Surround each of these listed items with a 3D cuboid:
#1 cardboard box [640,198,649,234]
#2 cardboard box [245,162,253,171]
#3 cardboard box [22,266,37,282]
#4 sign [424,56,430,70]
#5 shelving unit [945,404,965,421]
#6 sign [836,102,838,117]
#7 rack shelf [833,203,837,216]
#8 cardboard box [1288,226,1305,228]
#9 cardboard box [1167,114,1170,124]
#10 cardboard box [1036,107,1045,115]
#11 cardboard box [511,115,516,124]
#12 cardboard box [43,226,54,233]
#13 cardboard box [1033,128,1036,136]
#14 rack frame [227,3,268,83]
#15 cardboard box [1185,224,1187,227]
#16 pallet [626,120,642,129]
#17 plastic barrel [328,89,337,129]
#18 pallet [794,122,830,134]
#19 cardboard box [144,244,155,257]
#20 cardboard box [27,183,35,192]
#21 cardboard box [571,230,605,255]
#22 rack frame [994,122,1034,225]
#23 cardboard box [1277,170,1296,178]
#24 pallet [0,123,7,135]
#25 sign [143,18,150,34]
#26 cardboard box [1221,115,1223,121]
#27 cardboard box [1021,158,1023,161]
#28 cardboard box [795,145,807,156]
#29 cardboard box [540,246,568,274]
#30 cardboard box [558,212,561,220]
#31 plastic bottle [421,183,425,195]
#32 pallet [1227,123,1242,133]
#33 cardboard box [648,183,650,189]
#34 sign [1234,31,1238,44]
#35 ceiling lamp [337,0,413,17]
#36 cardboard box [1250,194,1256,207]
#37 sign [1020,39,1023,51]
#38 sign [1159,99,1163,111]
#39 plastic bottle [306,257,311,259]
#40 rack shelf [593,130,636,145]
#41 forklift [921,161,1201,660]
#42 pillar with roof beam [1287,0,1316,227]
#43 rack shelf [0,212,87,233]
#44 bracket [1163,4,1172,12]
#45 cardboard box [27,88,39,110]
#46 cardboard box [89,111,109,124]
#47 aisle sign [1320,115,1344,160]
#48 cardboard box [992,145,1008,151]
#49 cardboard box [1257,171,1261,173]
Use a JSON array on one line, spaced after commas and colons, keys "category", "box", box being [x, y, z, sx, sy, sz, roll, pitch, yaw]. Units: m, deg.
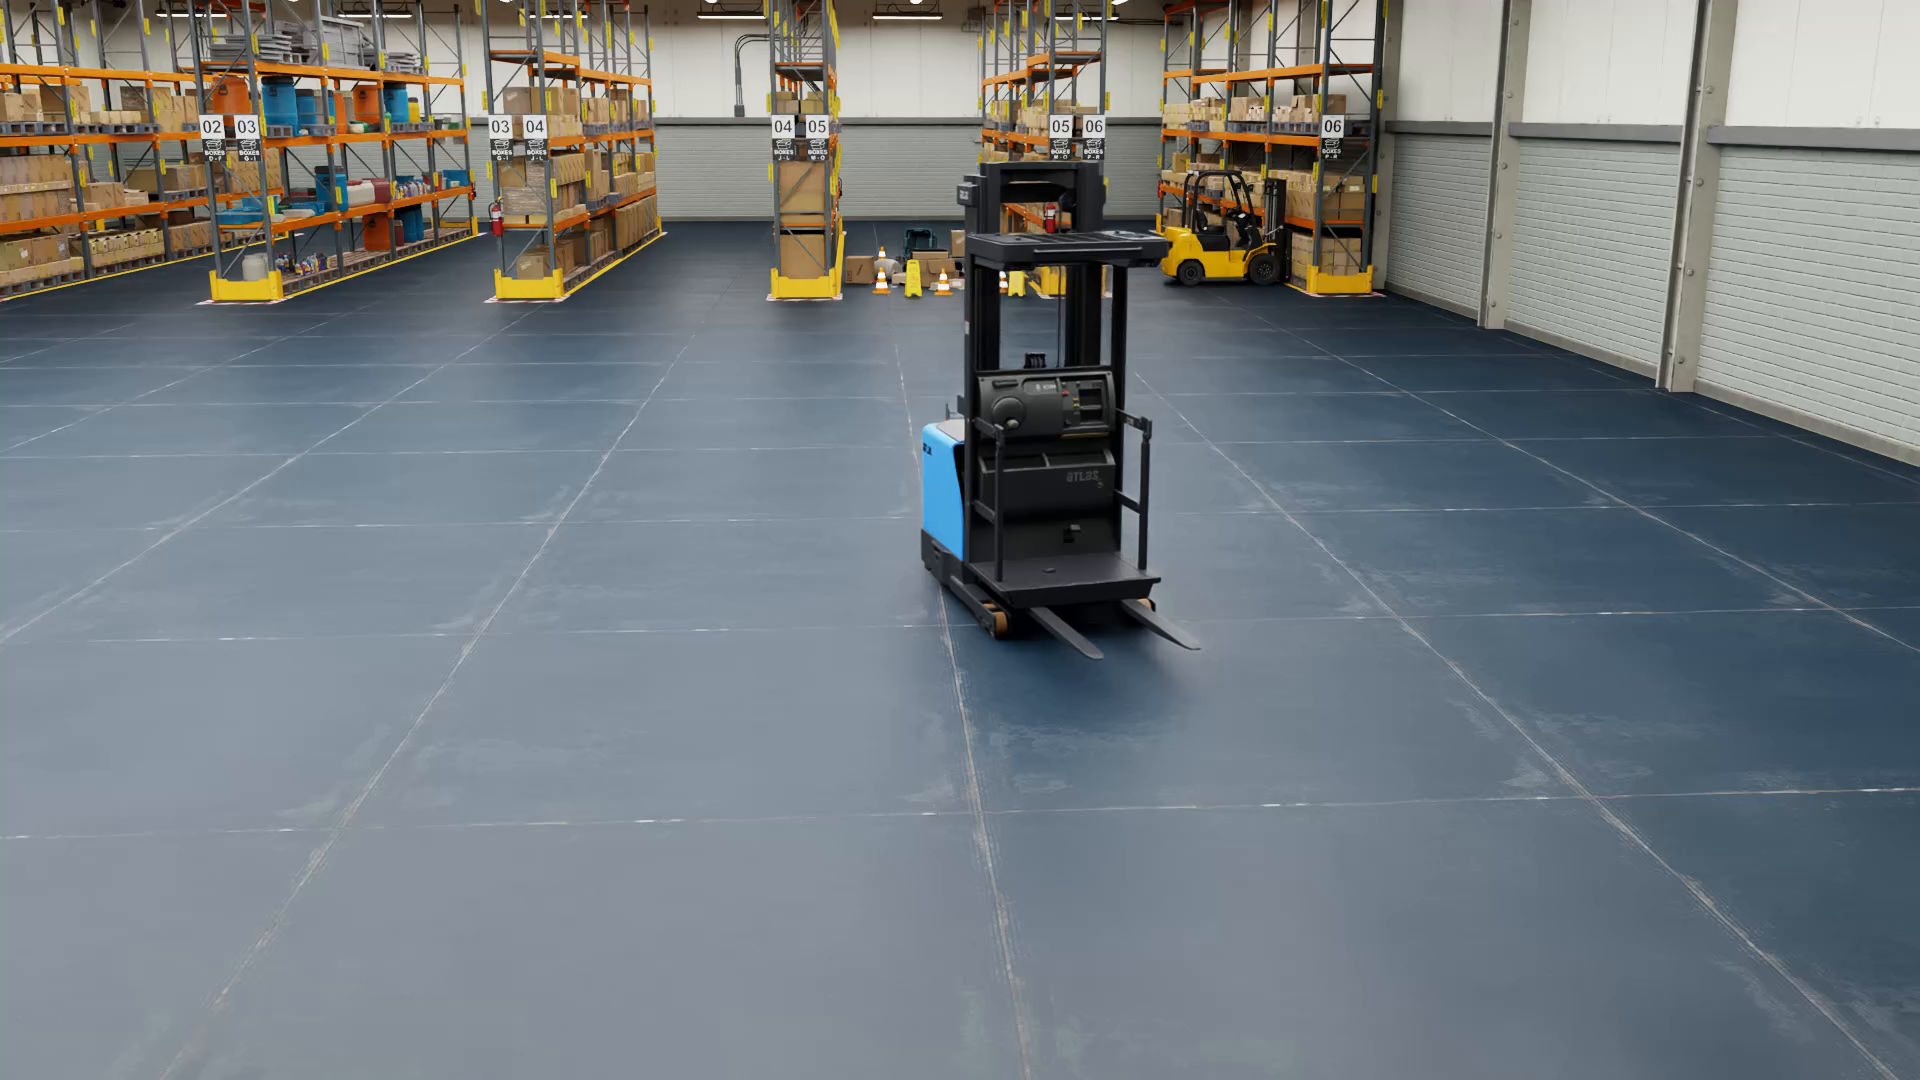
[{"category": "cardboard box", "box": [-8.552, -8.392, 43.044, 0.875, 0.875, 0.875, -1, 14, -3]}, {"category": "cardboard box", "box": [-18.235, -9.587, 42.059, 0.500, 0.500, 0.500, -1, 14, -5]}, {"category": "cardboard box", "box": [-17.556, -4.949, 30.917, 0.500, 0.250, 0.500, -1, 14, -3]}, {"category": "sign", "box": [-12.930, -11.564, 40.331, 0.100, 0.325, 0.005, -1, 14, -3]}, {"category": "shelving unit", "box": [-0.003, -0.522, 12.947, 0.215, 1.050, 0.252, -1, 14, -3]}, {"category": "sign", "box": [-2.776, -9.633, 37.229, 0.100, 0.325, 0.005, -1, 14, -3]}, {"category": "rack shelf", "box": [-3.207, -7.039, 35.808, 1.077, 0.370, 4.000, -1, 14, -3]}, {"category": "cardboard box", "box": [7.029, -6.306, 34.183, 0.500, 0.250, 0.500, -1, 14, -2]}, {"category": "cardboard box", "box": [5.868, -11.337, 44.753, 0.500, 0.250, 0.500, -1, 14, -2]}, {"category": "cardboard box", "box": [1.655, -8.174, 31.661, 0.380, 0.149, 0.250, -1, 14, -2]}, {"category": "cardboard box", "box": [-8.121, -7.481, 29.564, 0.380, 0.149, 0.250, -1, 14, -3]}, {"category": "cardboard box", "box": [-23.339, -7.904, 41.901, 0.700, 0.500, 0.500, -1, 14, -4]}, {"category": "cardboard box", "box": [1.618, -7.919, 32.270, 0.380, 0.149, 0.250, -1, 14, -5]}, {"category": "rack frame", "box": [-18.671, -12.576, 43.846, 1.000, 3.000, 0.127, -1, 14, -3]}, {"category": "cardboard box", "box": [5.960, -8.161, 43.369, 0.396, 0.266, 0.258, 0, 14, -1]}, {"category": "pallet", "box": [-8.576, -10.442, 41.747, 1.003, 0.211, 1.213, -1, 14, -3]}, {"category": "plastic barrel", "box": [-13.312, -8.906, 34.595, 0.600, 0.901, 0.708, -1, 14, -3]}, {"category": "pallet", "box": [-2.970, -7.793, 31.455, 1.003, 0.211, 1.213, -1, 14, -3]}, {"category": "cardboard box", "box": [-17.864, -6.298, 36.160, 0.500, 0.250, 0.500, -1, 14, -4]}, {"category": "cardboard box", "box": [-17.600, -6.603, 31.168, 0.380, 0.149, 0.250, 0, 14, -2]}, {"category": "cardboard box", "box": [-8.179, -6.532, 36.527, 0.700, 0.500, 0.500, -2, 15, -8]}, {"category": "rack frame", "box": [1.356, -8.981, 41.913, 1.000, 3.000, 0.127, -1, 14, -3]}, {"category": "cardboard box", "box": [6.653, -7.429, 33.779, 0.380, 0.149, 0.250, -1, 14, -3]}, {"category": "pallet", "box": [-17.697, -7.278, 29.451, 1.003, 0.211, 1.213, -1, 14, -3]}, {"category": "sign", "box": [-17.621, -11.125, 36.014, 0.100, 0.325, 0.005, -1, 14, -3]}, {"category": "cardboard box", "box": [6.308, -9.852, 38.779, 0.380, 0.149, 0.250, -1, 14, -2]}, {"category": "cardboard box", "box": [1.501, -8.052, 35.359, 0.380, 0.149, 0.250, -2, 15, -6]}, {"category": "cardboard box", "box": [-3.878, -9.669, 41.782, 0.500, 0.500, 0.500, -1, 14, -5]}, {"category": "cardboard box", "box": [-7.895, -5.436, 32.307, 0.500, 0.500, 0.500, -2, 15, -8]}, {"category": "cardboard box", "box": [-7.605, -5.983, 30.766, 0.380, 0.149, 0.250, -1, 14, -3]}, {"category": "plastic bottle", "box": [-13.072, -8.545, 40.453, 0.061, 0.283, 0.133, -1, 14, -3]}, {"category": "pallet", "box": [6.689, -9.258, 37.347, 1.213, 0.211, 1.003, 0, 14, -1]}, {"category": "cardboard box", "box": [-8.351, -9.299, 43.654, 0.380, 0.149, 0.250, -1, 14, -3]}, {"category": "sign", "box": [6.863, -12.503, 41.370, 0.100, 0.325, 0.005, -1, 14, -3]}, {"category": "ceiling lamp", "box": [-16.340, -16.109, 45.860, 2.000, 3.185, 0.800, -1, 14, -3]}, {"category": "cardboard box", "box": [6.476, -7.243, 35.457, 0.500, 0.250, 0.500, -1, 14, -4]}, {"category": "sign", "box": [1.650, -13.377, 44.924, 0.100, 0.325, 0.005, -1, 14, -3]}, {"category": "sign", "box": [5.520, -11.921, 45.565, 0.100, 0.325, 0.005, -1, 14, -3]}, {"category": "plastic bottle", "box": [-12.790, -5.444, 32.749, 0.152, 0.276, 0.135, -1, 14, -3]}, {"category": "rack shelf", "box": [-8.412, -9.435, 39.101, 1.077, 0.370, 4.000, -1, 14, -3]}, {"category": "forklift", "box": [0.637, -0.909, 10.675, 1.130, 2.935, 3.031, -4, 15, -17]}, {"category": "pillar with roof beam", "box": [3.241, -10.593, 36.136, 9.100, 9.000, 0.400, -1, 14, -3]}, {"category": "rack shelf", "box": [-17.803, -5.841, 31.151, 1.077, 0.370, 4.000, -1, 14, -3]}, {"category": "bracket", "box": [6.267, -16.074, 50.216, 0.235, 0.232, 0.430, -1, 14, -3]}, {"category": "cardboard box", "box": [-23.169, -10.903, 41.116, 0.500, 0.500, 0.500, -1, 14, -5]}, {"category": "cardboard box", "box": [-17.985, -8.747, 34.439, 0.500, 0.250, 0.500, -2, 15, -8]}, {"category": "aisle sign", "box": [6.764, -7.312, 30.210, 0.394, 0.787, 0.004, -1, 14, -3]}, {"category": "cardboard box", "box": [1.019, -9.900, 41.974, 0.380, 0.149, 0.250, -1, 14, -5]}, {"category": "cardboard box", "box": [6.862, -8.220, 37.452, 0.380, 0.149, 0.250, -1, 14, -3]}]
